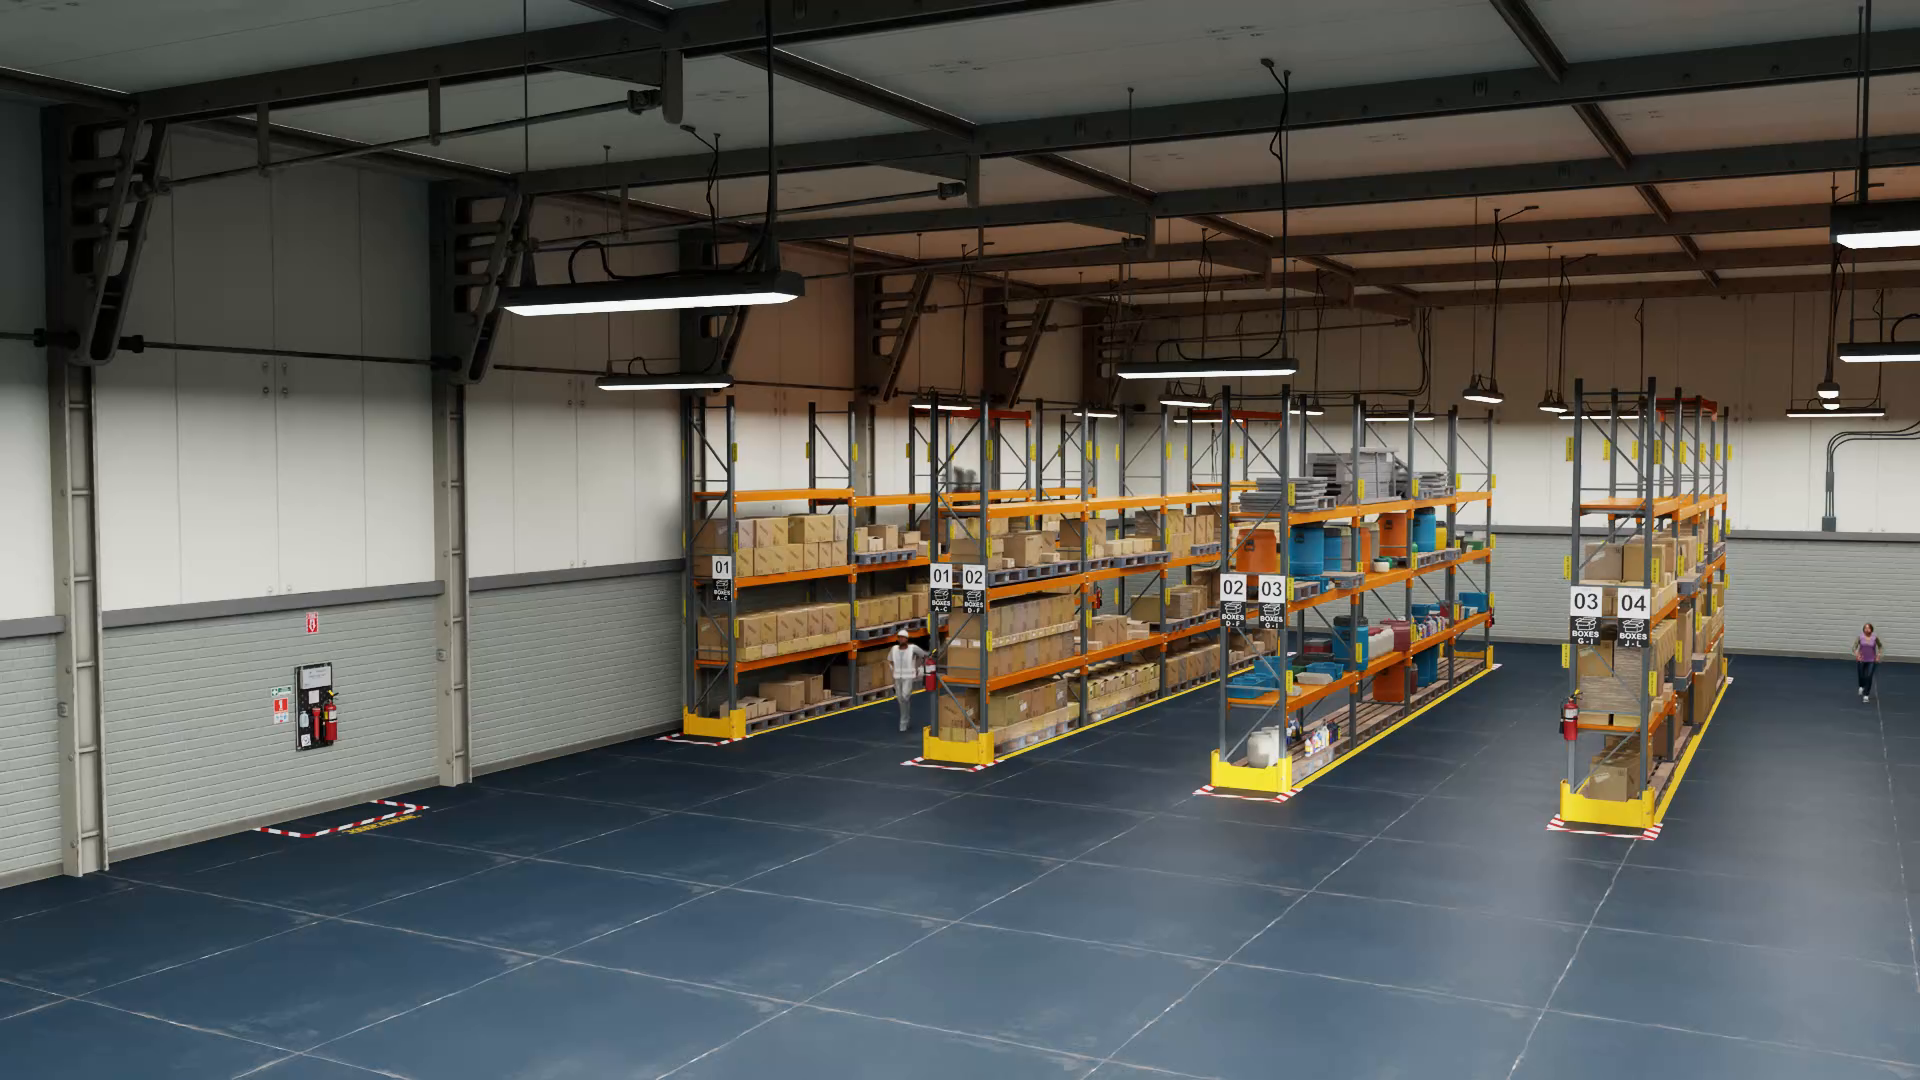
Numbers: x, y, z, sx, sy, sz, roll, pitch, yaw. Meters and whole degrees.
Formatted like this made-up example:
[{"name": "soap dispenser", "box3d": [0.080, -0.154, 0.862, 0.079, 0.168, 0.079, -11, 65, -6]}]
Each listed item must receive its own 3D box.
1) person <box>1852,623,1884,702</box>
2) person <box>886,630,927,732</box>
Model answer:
[{"name": "person", "box3d": [18.335, 2.466, 33.588, 0.564, 1.570, 0.609, 2, 3, 30]}, {"name": "person", "box3d": [-1.003, 2.538, 30.134, 0.684, 1.821, 0.795, 1, 3, 21]}]
